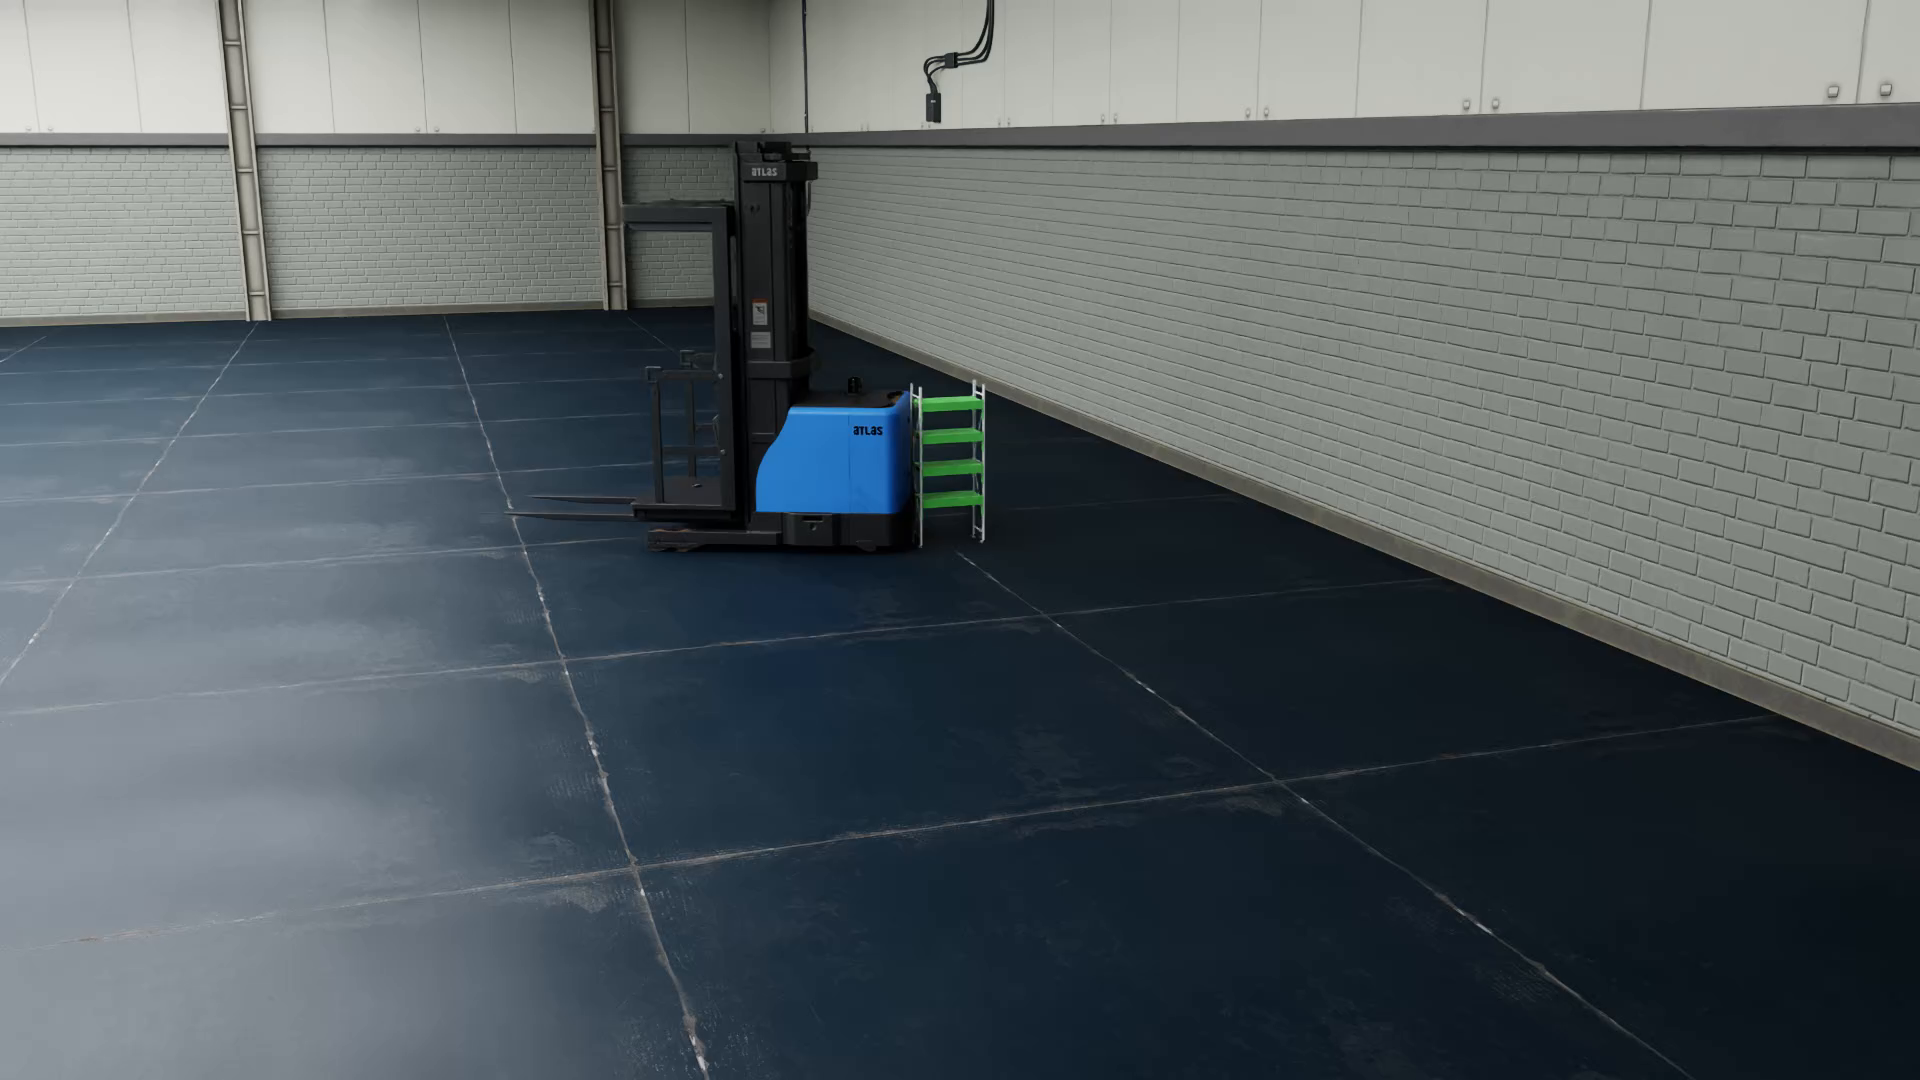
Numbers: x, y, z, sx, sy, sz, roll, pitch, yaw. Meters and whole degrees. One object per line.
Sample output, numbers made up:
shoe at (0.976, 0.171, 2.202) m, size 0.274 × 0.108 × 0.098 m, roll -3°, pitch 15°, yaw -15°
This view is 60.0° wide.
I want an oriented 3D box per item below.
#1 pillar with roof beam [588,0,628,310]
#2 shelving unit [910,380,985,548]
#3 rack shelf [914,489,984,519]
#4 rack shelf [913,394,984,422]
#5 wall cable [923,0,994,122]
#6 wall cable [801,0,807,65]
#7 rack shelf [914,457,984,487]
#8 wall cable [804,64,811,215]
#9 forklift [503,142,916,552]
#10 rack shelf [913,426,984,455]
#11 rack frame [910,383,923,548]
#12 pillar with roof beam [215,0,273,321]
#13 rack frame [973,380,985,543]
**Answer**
pillar with roof beam at (-4.891, -7.632, 25.227) m, size 0.400 × 9.000 × 9.100 m, roll -4°, pitch 14°, yaw -18°
shelving unit at (-0.090, -0.570, 12.393) m, size 0.503 × 1.200 × 0.258 m, roll -4°, pitch 14°, yaw -18°
rack shelf at (-0.090, -0.274, 12.463) m, size 0.480 × 0.148 × 0.258 m, roll -4°, pitch 14°, yaw -18°
rack shelf at (-0.090, -0.975, 12.296) m, size 0.480 × 0.148 × 0.258 m, roll -4°, pitch 14°, yaw -18°
wall cable at (-0.037, -8.074, 19.740) m, size 0.169 × 6.003 × 2.305 m, roll -4°, pitch 14°, yaw -18°
wall cable at (-2.187, -8.856, 26.172) m, size 0.112 × 2.526 × 3.097 m, roll -4°, pitch 14°, yaw -18°
rack shelf at (-0.090, -0.508, 12.407) m, size 0.480 × 0.148 × 0.258 m, roll -4°, pitch 14°, yaw -18°
wall cable at (-3.050, -6.993, 29.251) m, size 0.112 × 2.526 × 3.097 m, roll -4°, pitch 14°, yaw -18°
forklift at (-1.892, -1.458, 12.385) m, size 3.031 × 2.935 × 1.130 m, roll 1°, pitch 13°, yaw 5°
rack shelf at (-0.090, -0.741, 12.352) m, size 0.480 × 0.148 × 0.258 m, roll -4°, pitch 14°, yaw -18°
rack frame at (-0.322, -0.552, 12.318) m, size 0.015 × 1.200 × 0.240 m, roll -4°, pitch 14°, yaw -18°
pillar with roof beam at (-10.578, -7.189, 23.366) m, size 0.400 × 9.000 × 9.100 m, roll -4°, pitch 14°, yaw -18°
rack frame at (0.141, -0.588, 12.467) m, size 0.015 × 1.200 × 0.240 m, roll -4°, pitch 14°, yaw -18°
